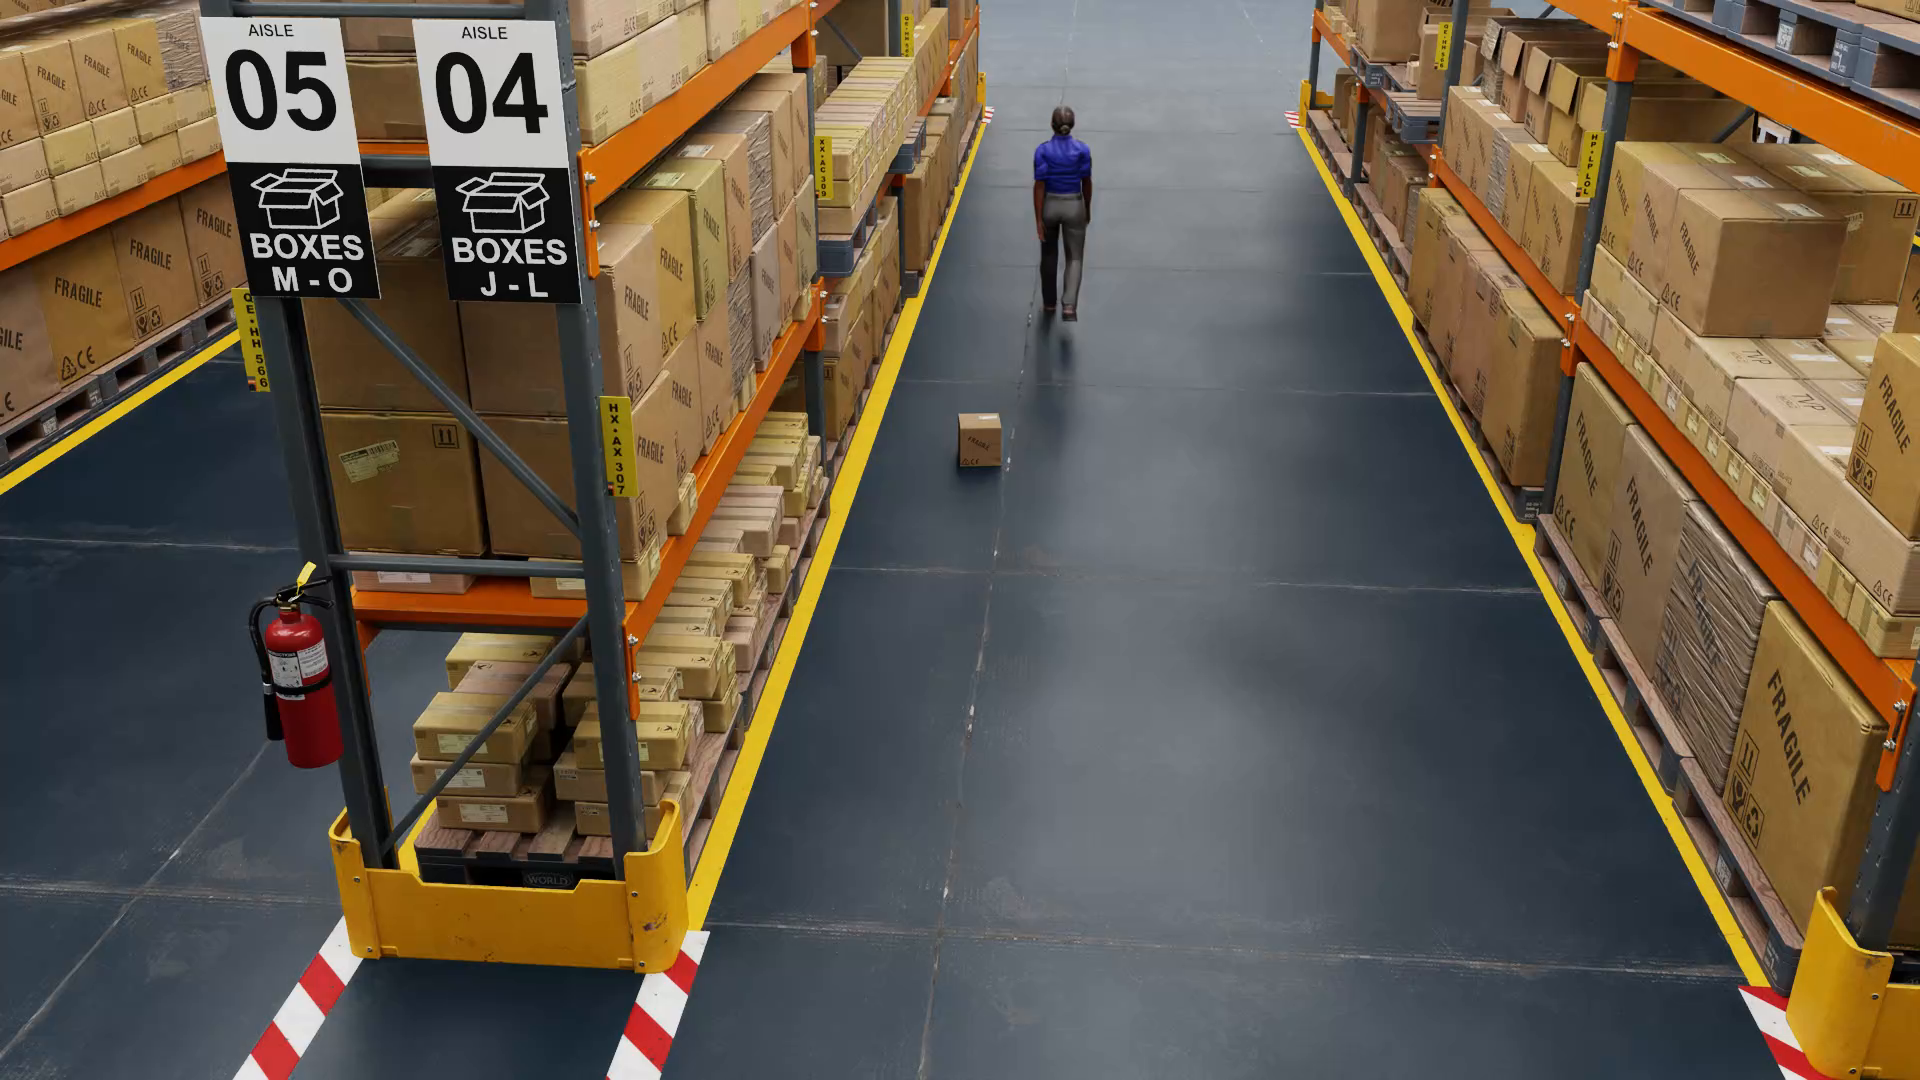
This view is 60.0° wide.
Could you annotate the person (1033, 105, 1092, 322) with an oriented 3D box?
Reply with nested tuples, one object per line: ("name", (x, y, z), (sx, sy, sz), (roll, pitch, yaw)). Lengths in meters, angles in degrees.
("person", (0.761, -2.430, 12.390), (0.432, 1.611, 0.922), (3, 25, 7))
